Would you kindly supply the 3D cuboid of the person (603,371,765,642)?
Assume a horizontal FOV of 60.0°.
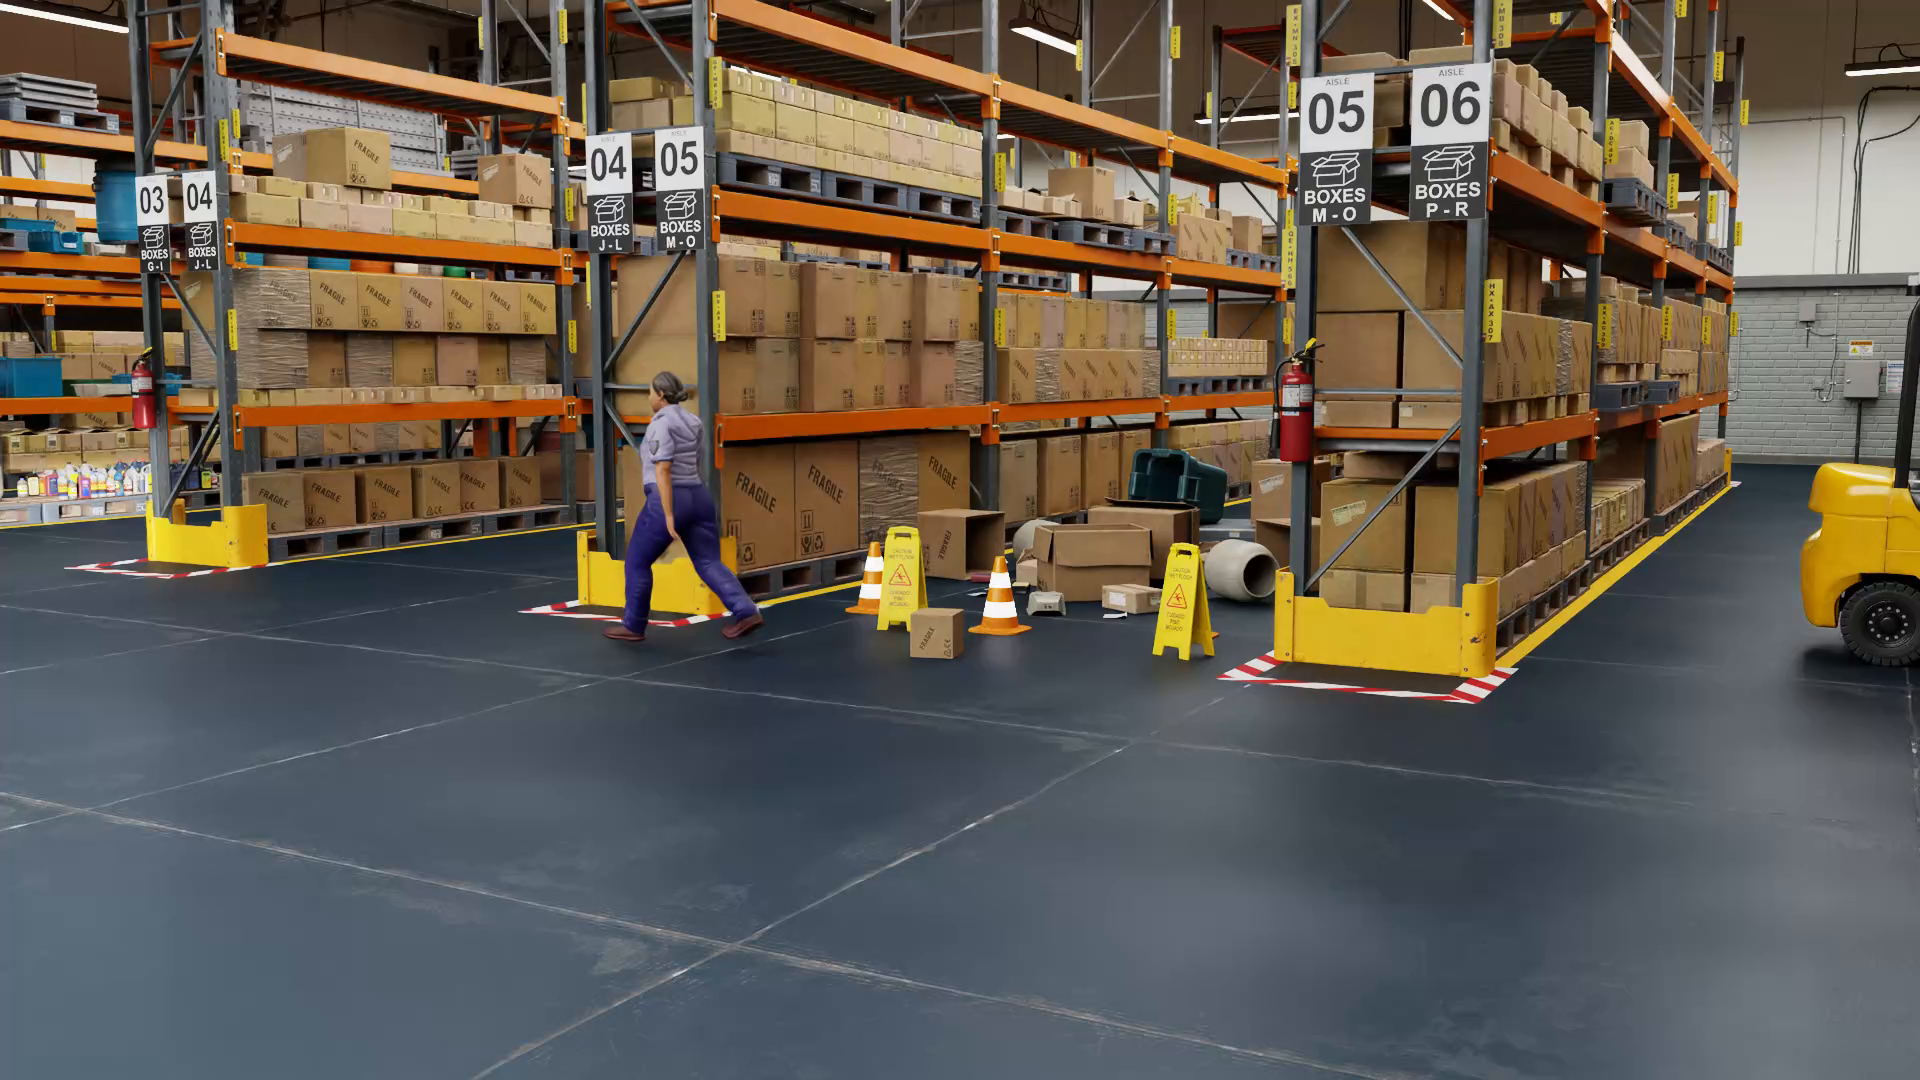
[{"bbox_3d":[-1.633,-0.186,9.688,1.044,1.588,0.486,4,7,33],"label":"person"}]
